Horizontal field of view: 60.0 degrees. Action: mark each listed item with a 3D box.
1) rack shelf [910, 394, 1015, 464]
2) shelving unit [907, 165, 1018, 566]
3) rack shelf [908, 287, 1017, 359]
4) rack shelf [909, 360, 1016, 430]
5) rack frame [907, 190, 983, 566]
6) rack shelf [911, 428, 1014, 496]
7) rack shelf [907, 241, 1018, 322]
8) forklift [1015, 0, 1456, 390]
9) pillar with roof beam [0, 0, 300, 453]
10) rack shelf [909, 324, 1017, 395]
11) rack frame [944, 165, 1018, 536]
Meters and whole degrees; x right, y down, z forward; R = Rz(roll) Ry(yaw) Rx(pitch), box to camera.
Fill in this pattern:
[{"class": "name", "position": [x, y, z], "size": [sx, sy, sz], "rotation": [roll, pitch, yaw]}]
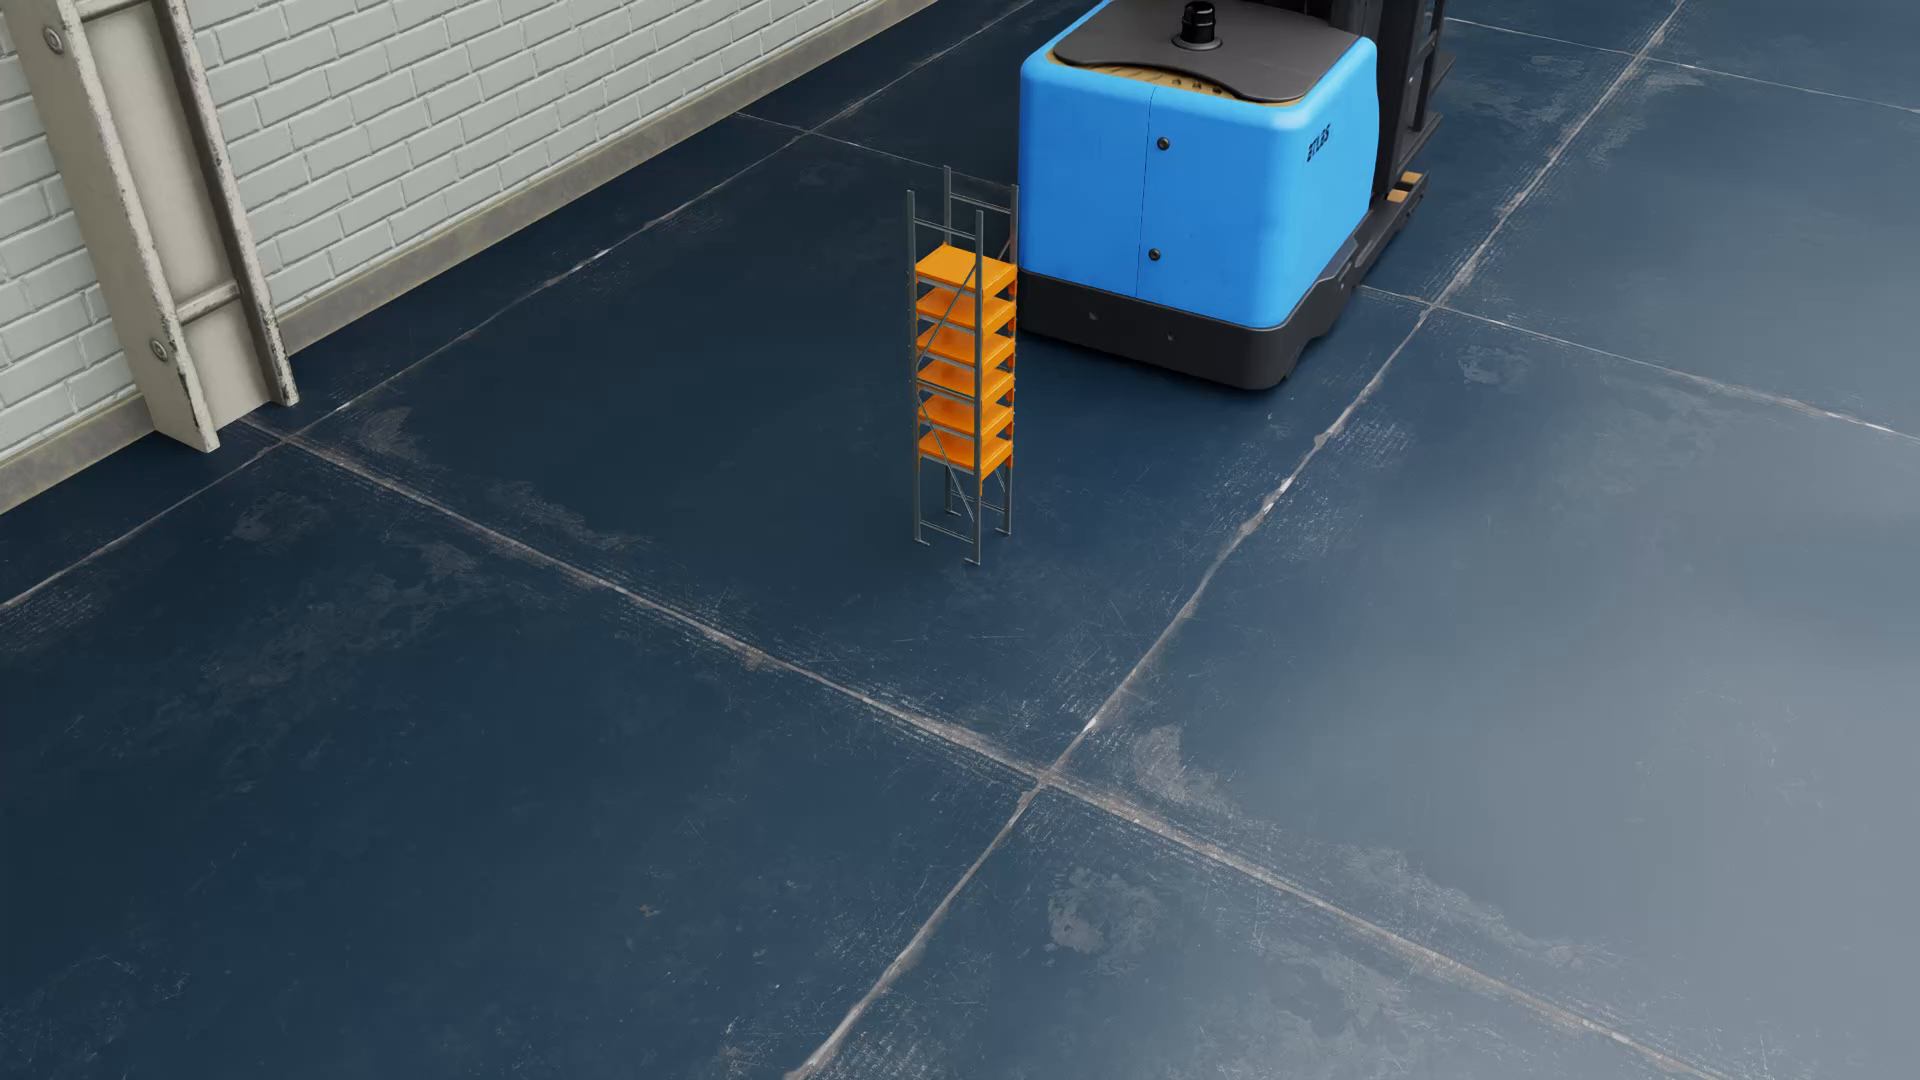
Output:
[{"class": "rack shelf", "position": [0.008, -0.352, 4.994], "size": [0.258, 0.103, 0.180], "rotation": [21, 42, 25]}, {"class": "shelving unit", "position": [0.008, -0.483, 4.893], "size": [0.258, 1.200, 0.189], "rotation": [21, 42, 25]}, {"class": "rack shelf", "position": [0.008, -0.638, 4.774], "size": [0.258, 0.103, 0.180], "rotation": [21, 42, 25]}, {"class": "rack shelf", "position": [0.008, -0.447, 4.920], "size": [0.258, 0.103, 0.180], "rotation": [21, 42, 25]}, {"class": "rack frame", "position": [-0.041, -0.435, 4.832], "size": [0.240, 1.200, 0.006], "rotation": [21, 42, 25]}, {"class": "rack shelf", "position": [0.008, -0.257, 5.067], "size": [0.258, 0.103, 0.180], "rotation": [21, 42, 25]}, {"class": "rack shelf", "position": [0.008, -0.733, 4.701], "size": [0.258, 0.103, 0.180], "rotation": [21, 42, 25]}, {"class": "forklift", "position": [1.331, -2.570, 6.183], "size": [1.130, 2.935, 3.031], "rotation": [18, 41, 22]}, {"class": "pillar with roof beam", "position": [1.062, -2.601, 1.254], "size": [9.100, 9.000, 0.400], "rotation": [21, 42, 25]}, {"class": "rack shelf", "position": [0.008, -0.543, 4.847], "size": [0.258, 0.103, 0.180], "rotation": [21, 42, 25]}, {"class": "rack frame", "position": [0.057, -0.530, 4.955], "size": [0.240, 1.200, 0.006], "rotation": [21, 42, 25]}]
